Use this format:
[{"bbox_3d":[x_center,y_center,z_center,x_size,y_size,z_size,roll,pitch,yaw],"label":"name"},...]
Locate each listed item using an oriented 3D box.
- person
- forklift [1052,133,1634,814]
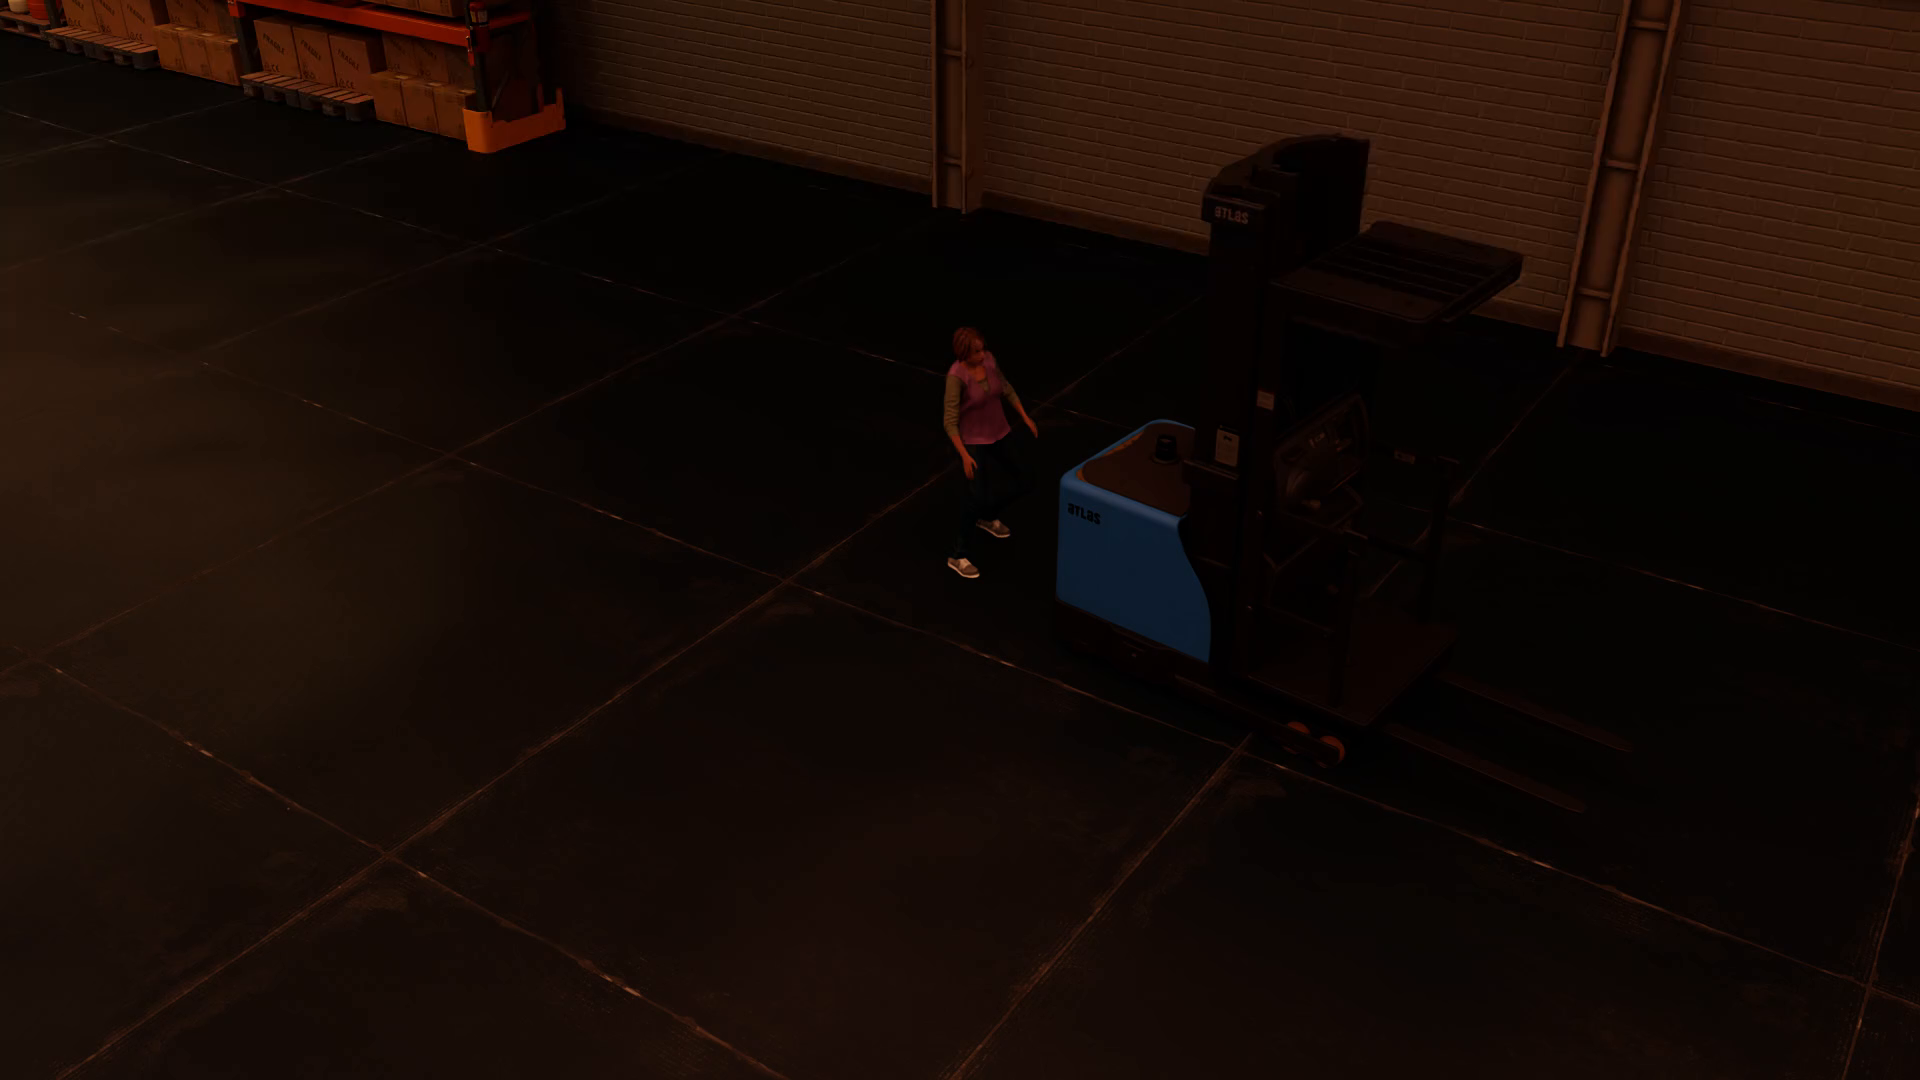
[{"bbox_3d":[0.146,-0.574,10.005,0.669,1.480,0.517,-24,38,-35],"label":"person"},{"bbox_3d":[1.981,-0.401,8.272,3.031,2.935,1.130,23,37,33],"label":"forklift"}]
